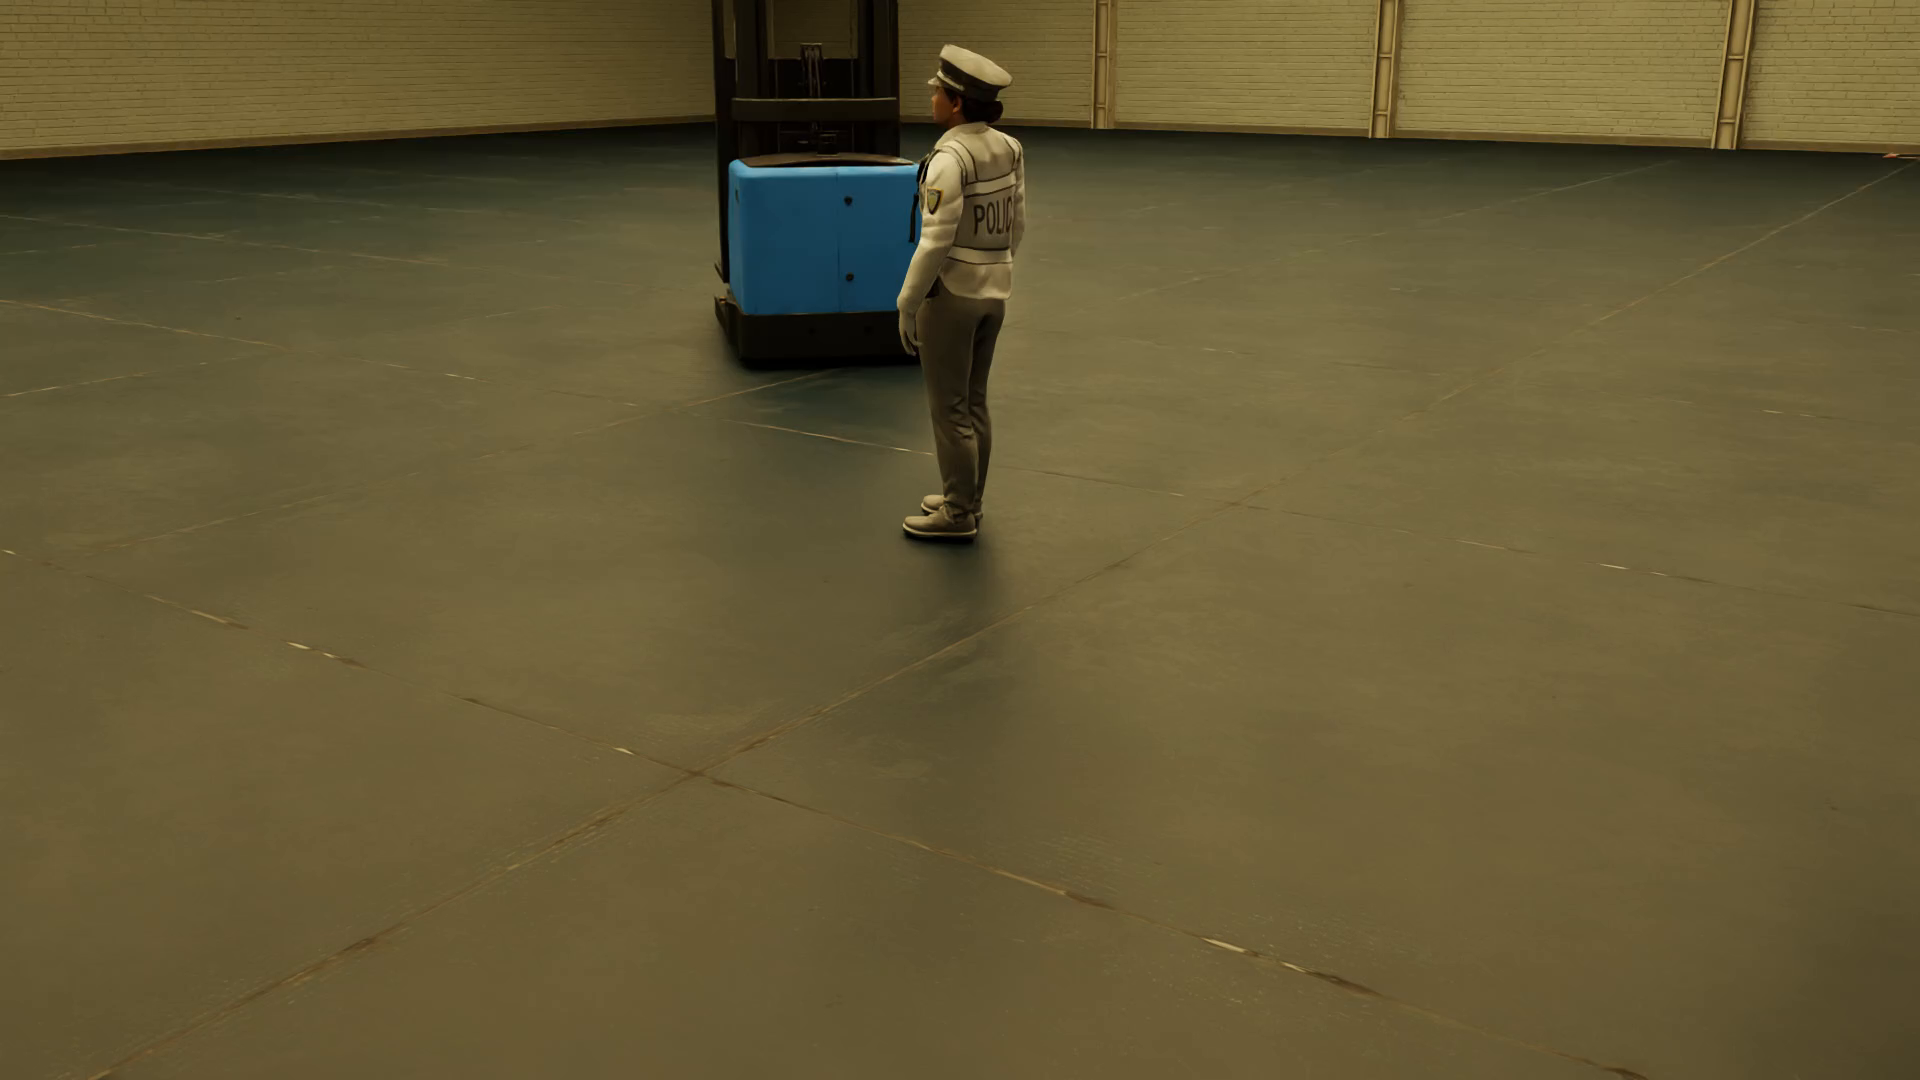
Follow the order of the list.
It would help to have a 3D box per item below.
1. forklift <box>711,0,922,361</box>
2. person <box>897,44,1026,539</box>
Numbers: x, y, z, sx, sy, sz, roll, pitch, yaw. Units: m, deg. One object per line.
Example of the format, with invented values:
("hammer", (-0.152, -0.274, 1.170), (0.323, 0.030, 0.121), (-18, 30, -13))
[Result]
("forklift", (-0.953, -2.756, 10.048), (1.130, 2.935, 3.031), (-3, 17, -11))
("person", (-0.053, -0.831, 5.747), (0.530, 1.694, 0.587), (11, 20, 33))
